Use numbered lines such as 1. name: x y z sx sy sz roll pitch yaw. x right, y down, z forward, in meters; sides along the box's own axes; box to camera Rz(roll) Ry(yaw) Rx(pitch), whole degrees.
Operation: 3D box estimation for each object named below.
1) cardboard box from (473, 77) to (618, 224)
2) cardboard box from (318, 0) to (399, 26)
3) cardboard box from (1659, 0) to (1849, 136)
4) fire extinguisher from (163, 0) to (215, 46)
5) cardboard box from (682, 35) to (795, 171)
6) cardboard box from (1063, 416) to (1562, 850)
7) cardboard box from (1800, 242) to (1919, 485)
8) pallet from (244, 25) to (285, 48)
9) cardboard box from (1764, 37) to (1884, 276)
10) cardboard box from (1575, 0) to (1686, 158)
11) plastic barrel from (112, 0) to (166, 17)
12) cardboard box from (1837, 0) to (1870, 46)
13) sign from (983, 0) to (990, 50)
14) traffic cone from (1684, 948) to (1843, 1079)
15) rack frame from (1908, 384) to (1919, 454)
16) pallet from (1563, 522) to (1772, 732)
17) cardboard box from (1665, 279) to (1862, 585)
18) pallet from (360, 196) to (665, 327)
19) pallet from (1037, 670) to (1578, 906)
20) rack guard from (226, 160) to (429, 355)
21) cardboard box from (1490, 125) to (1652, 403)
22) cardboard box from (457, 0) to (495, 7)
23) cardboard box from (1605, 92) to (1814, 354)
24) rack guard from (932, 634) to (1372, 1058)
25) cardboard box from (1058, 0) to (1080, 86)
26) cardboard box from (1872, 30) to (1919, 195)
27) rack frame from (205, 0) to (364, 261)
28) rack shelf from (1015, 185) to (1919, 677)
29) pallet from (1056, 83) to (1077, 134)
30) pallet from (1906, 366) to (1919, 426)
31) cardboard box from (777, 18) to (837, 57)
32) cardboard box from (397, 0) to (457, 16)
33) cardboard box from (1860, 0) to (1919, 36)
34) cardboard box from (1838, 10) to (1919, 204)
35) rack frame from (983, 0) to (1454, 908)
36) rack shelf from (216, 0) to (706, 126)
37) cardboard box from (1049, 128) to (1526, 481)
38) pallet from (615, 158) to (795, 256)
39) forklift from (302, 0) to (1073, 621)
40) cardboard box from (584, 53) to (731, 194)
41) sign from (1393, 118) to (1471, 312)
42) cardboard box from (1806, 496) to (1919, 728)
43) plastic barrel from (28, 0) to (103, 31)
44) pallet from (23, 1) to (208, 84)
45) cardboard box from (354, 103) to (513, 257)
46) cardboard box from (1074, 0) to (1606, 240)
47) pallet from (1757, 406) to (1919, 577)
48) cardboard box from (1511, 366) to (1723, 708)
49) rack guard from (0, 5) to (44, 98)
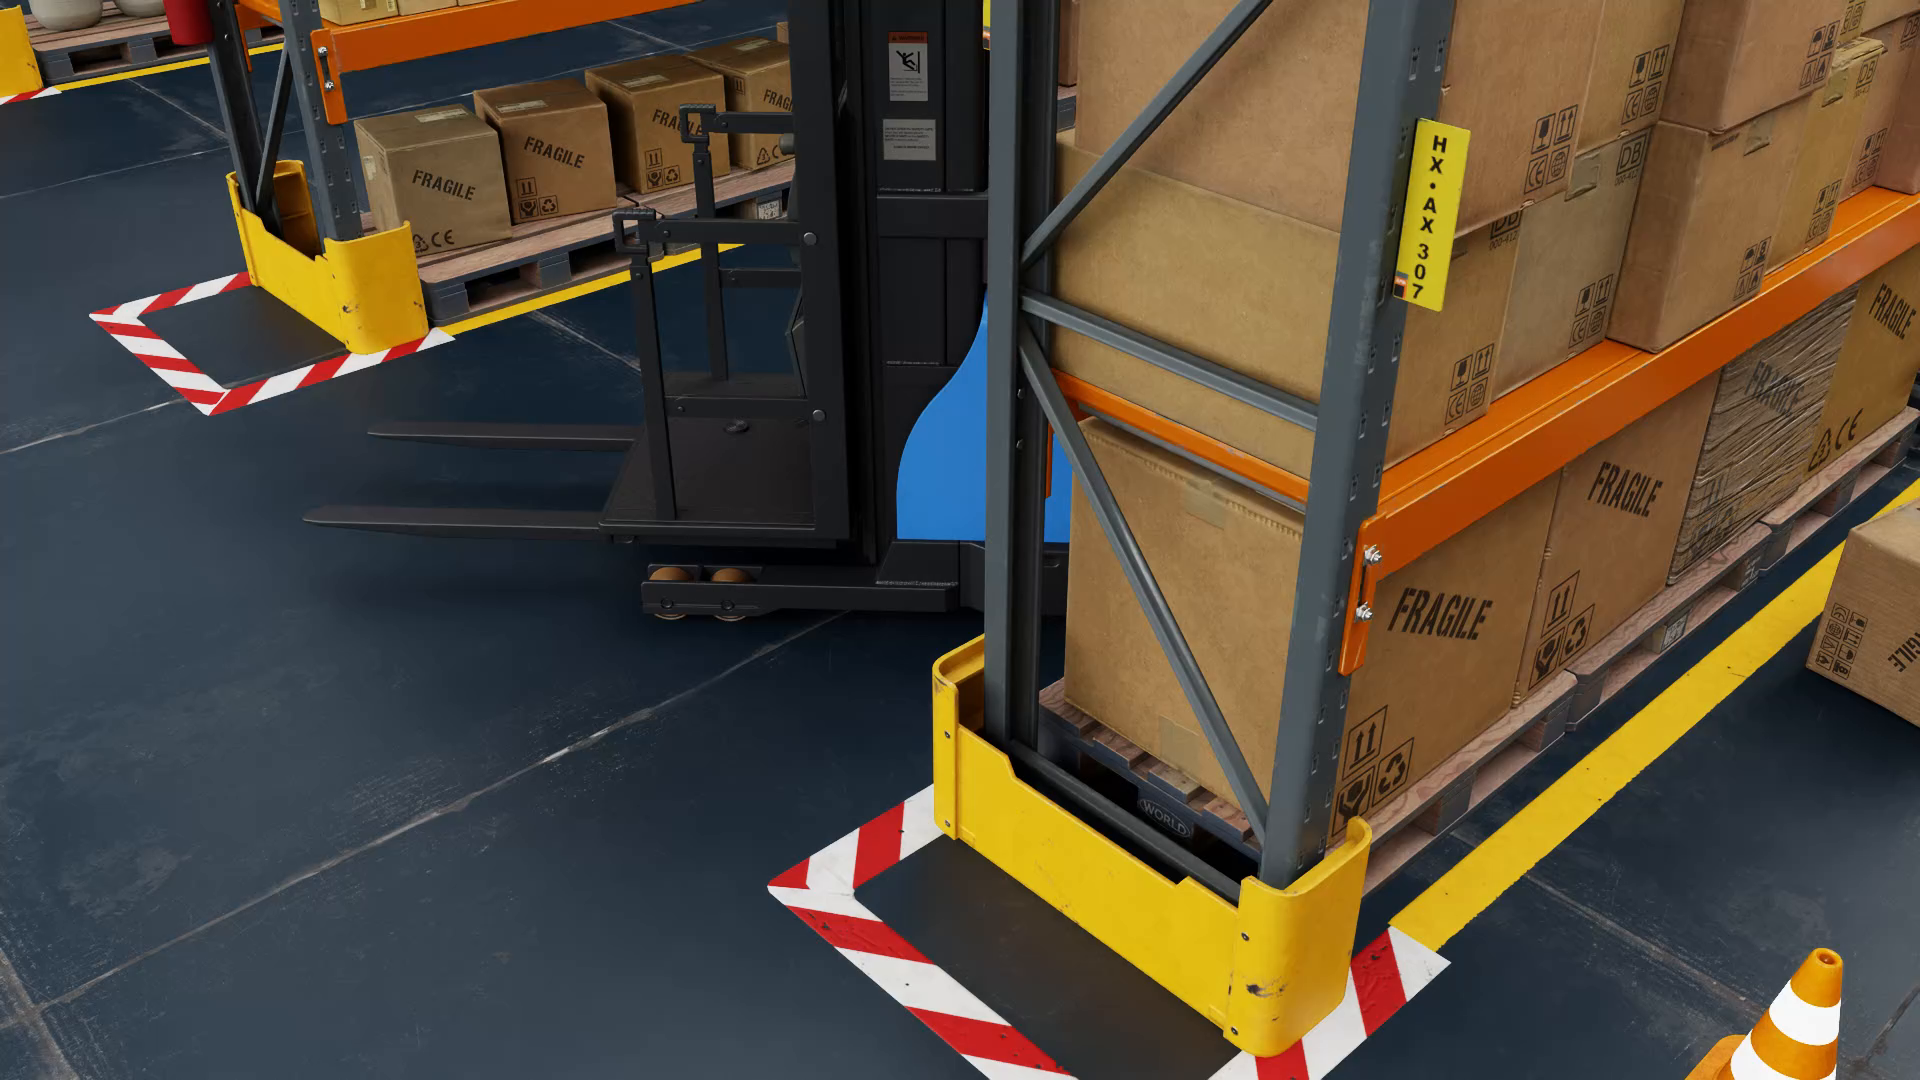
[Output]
1. cardboard box: -1.970 -1.859 7.908 0.500 0.500 0.500 -15 35 -23
2. cardboard box: -2.484 -2.208 6.727 0.250 0.149 0.380 -26 40 -35
3. cardboard box: 1.586 -1.391 3.971 0.550 0.550 0.875 -26 40 -35
4. fire extinguisher: -3.252 -2.408 6.888 0.183 0.674 0.296 -26 40 -35
5. cardboard box: -1.059 -2.254 8.555 0.500 0.500 0.500 25 39 35
6. cardboard box: 0.896 0.089 4.363 0.875 0.875 0.875 -26 40 -35
7. cardboard box: 2.868 -0.868 5.928 0.875 0.875 0.875 -25 39 -35
8. pallet: -4.705 -3.772 11.717 1.213 0.211 1.003 -26 40 -35
9. cardboard box: 1.930 -1.143 4.601 0.500 0.550 0.875 -26 40 -35
10. cardboard box: 1.083 -1.244 3.731 0.550 0.550 0.875 -26 40 -35
11. plastic barrel: -5.424 -3.759 11.004 0.421 0.512 0.421 0 31 0
12. cardboard box: 1.886 -1.629 4.360 0.500 0.550 0.875 -26 40 -35
13. sign: 0.085 -1.180 3.468 0.005 0.325 0.100 -26 40 -35
14. traffic cone: 1.799 1.065 3.565 0.334 0.463 0.336 -26 40 -35
15. rack frame: 3.377 -1.791 5.804 0.127 3.000 1.000 -26 40 -35
16. pallet: 1.871 0.073 5.428 1.213 0.211 1.003 -26 40 -35
17. cardboard box: 2.210 -0.547 5.403 0.875 0.875 0.875 -25 40 -35
18. pallet: -2.179 -1.418 7.866 1.213 0.211 1.003 -26 40 -35
19. pallet: 0.977 0.504 4.724 1.213 0.211 1.003 -26 40 -35
20. rack guard: -2.799 -1.266 7.342 0.348 0.500 1.175 -26 40 -35
21. cardboard box: 1.073 -0.789 4.021 0.550 0.550 0.875 -26 40 -35
22. cardboard box: -2.094 -2.373 6.996 0.250 0.149 0.380 -26 40 -35
23. cardboard box: 1.569 -0.940 4.267 0.550 0.550 0.875 -26 40 -35
24. rack guard: 0.426 0.702 4.122 0.348 0.500 1.175 -26 40 -35
25. cardboard box: 0.543 -3.055 9.846 0.700 0.500 0.500 26 40 35
26. cardboard box: 2.726 -1.516 5.210 0.550 0.550 0.875 -26 40 -35
27. rack frame: -2.855 -2.306 6.645 0.127 3.000 1.000 -26 40 -35
28. rack shelf: 1.910 -0.775 4.832 4.000 0.370 1.077 -26 40 -35
29. pallet: 0.648 -2.812 10.146 1.213 0.211 1.003 -26 40 -35
30. pallet: 3.891 -0.904 7.026 1.213 0.211 1.003 -26 40 -35
31. cardboard box: -0.657 -2.505 8.964 0.500 0.500 0.500 -13 34 -21
32. cardboard box: -2.287 -2.290 6.860 0.250 0.149 0.380 -26 40 -35
33. cardboard box: 2.269 -1.820 4.672 0.550 0.550 0.875 -26 40 -35
34. cardboard box: 2.250 -1.370 4.971 0.550 0.550 0.875 -26 40 -35
35. rack frame: 0.444 -0.373 3.484 0.127 3.000 1.000 -26 40 -35
36. rack shelf: -1.388 -2.708 7.993 4.000 0.370 1.077 -26 40 -35
37. cardboard box: 0.685 -0.585 3.688 0.550 0.550 0.875 -26 40 -35
38. pallet: -1.285 -1.848 8.570 1.213 0.211 1.003 -26 40 -35
39. forklift: -0.624 -1.265 5.009 3.031 2.935 1.130 1 31 2
40. cardboard box: -1.498 -2.074 8.259 0.500 0.500 0.500 -22 38 -31
41. sign: 0.817 -0.561 2.887 0.005 0.325 0.100 -26 40 -35
42. cardboard box: 2.936 0.217 4.913 0.500 0.500 0.500 -19 36 -28
43. plastic barrel: -5.792 -3.581 10.713 0.421 0.512 0.421 0 31 0
44. pallet: -5.599 -3.342 11.013 1.213 0.211 1.003 -26 40 -35
45. cardboard box: -2.385 -1.634 7.540 0.500 0.500 0.500 -18 36 -27
46. cardboard box: 0.742 -1.014 3.354 0.550 0.550 0.875 -26 40 -35
47. pallet: 2.766 -0.362 6.140 1.213 0.211 1.003 -26 40 -35
48. cardboard box: 1.540 -0.224 4.875 0.875 0.875 0.875 -27 40 -36
49. rack guard: -6.199 -3.179 10.470 0.348 0.500 1.175 -26 40 -35
